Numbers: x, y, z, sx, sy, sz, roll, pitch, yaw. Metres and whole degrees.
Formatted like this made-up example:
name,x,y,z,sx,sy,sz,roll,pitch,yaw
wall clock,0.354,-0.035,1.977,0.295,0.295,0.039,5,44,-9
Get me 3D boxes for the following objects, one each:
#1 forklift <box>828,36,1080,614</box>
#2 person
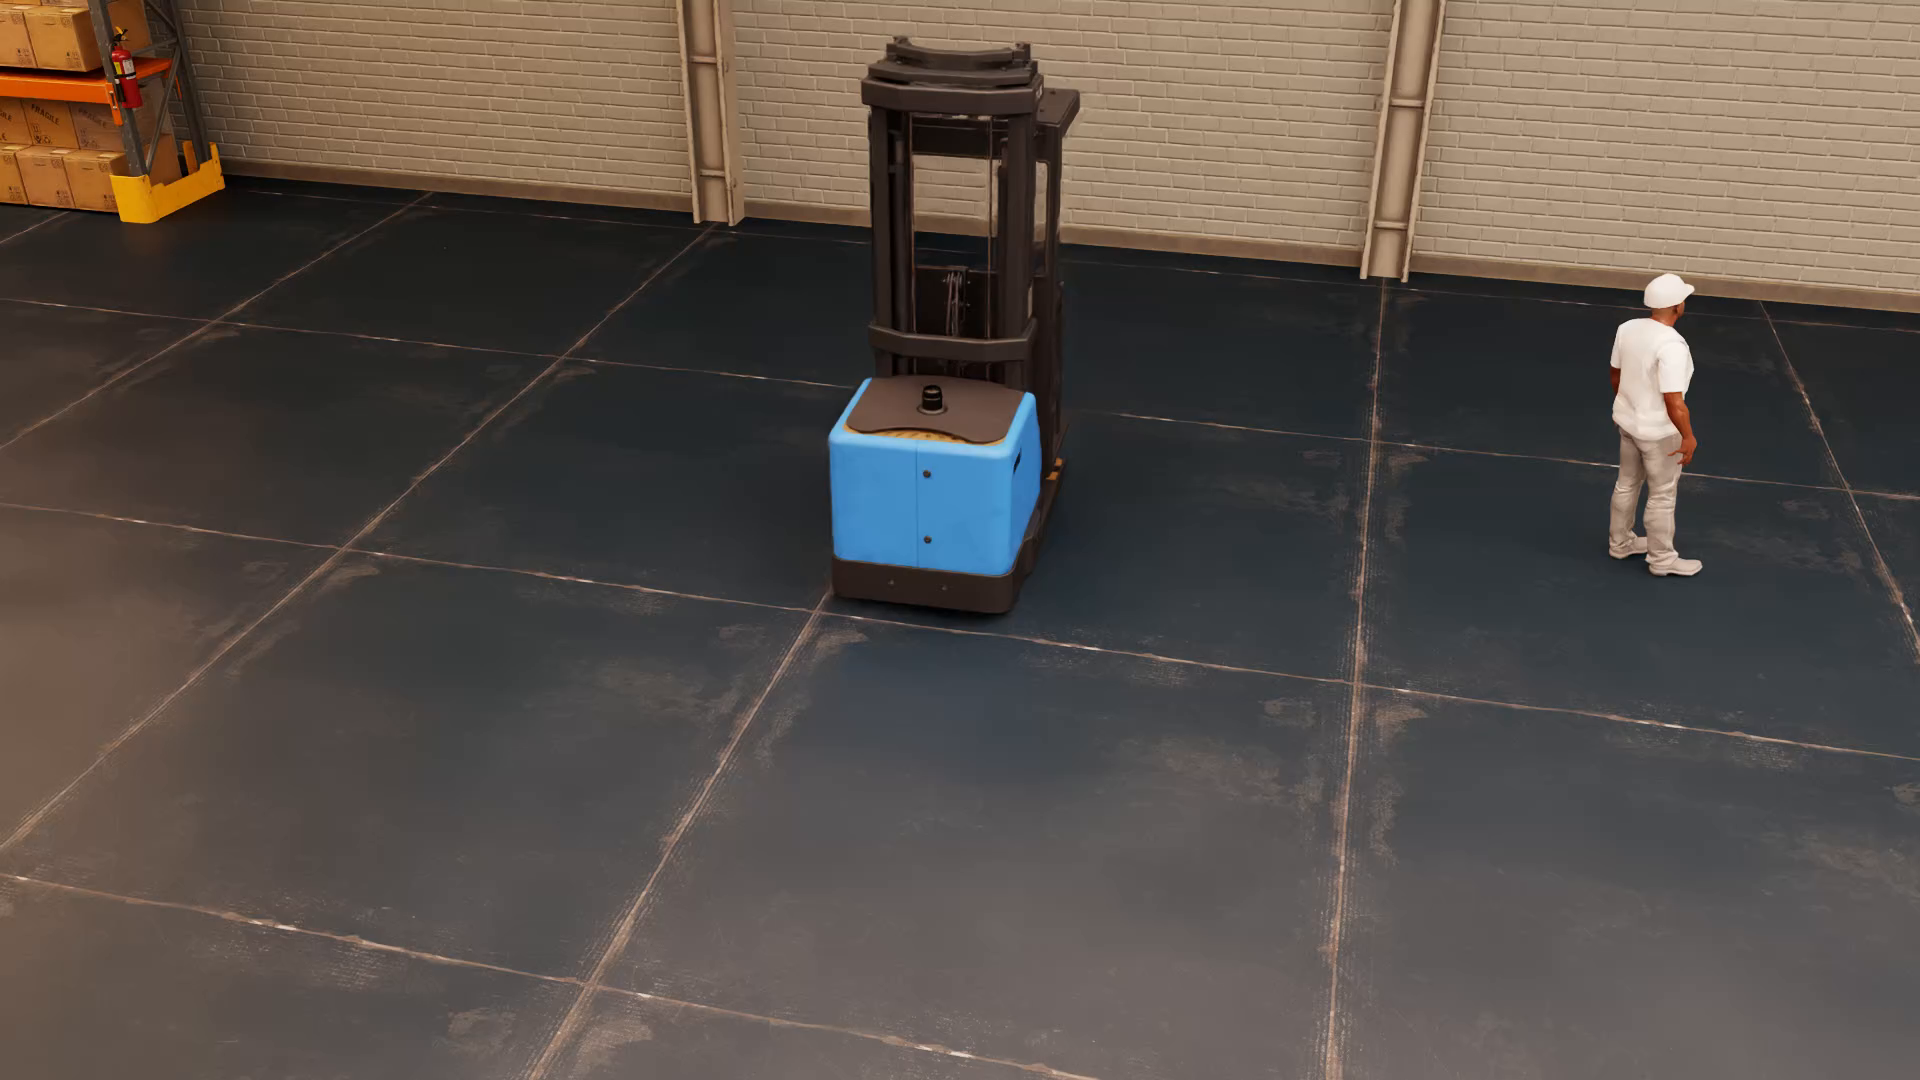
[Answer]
name,x,y,z,sx,sy,sz,roll,pitch,yaw
forklift,0.079,-1.575,9.951,1.130,2.935,3.031,6,30,10
person,4.020,-0.679,9.535,0.577,1.765,0.666,-7,30,-13
